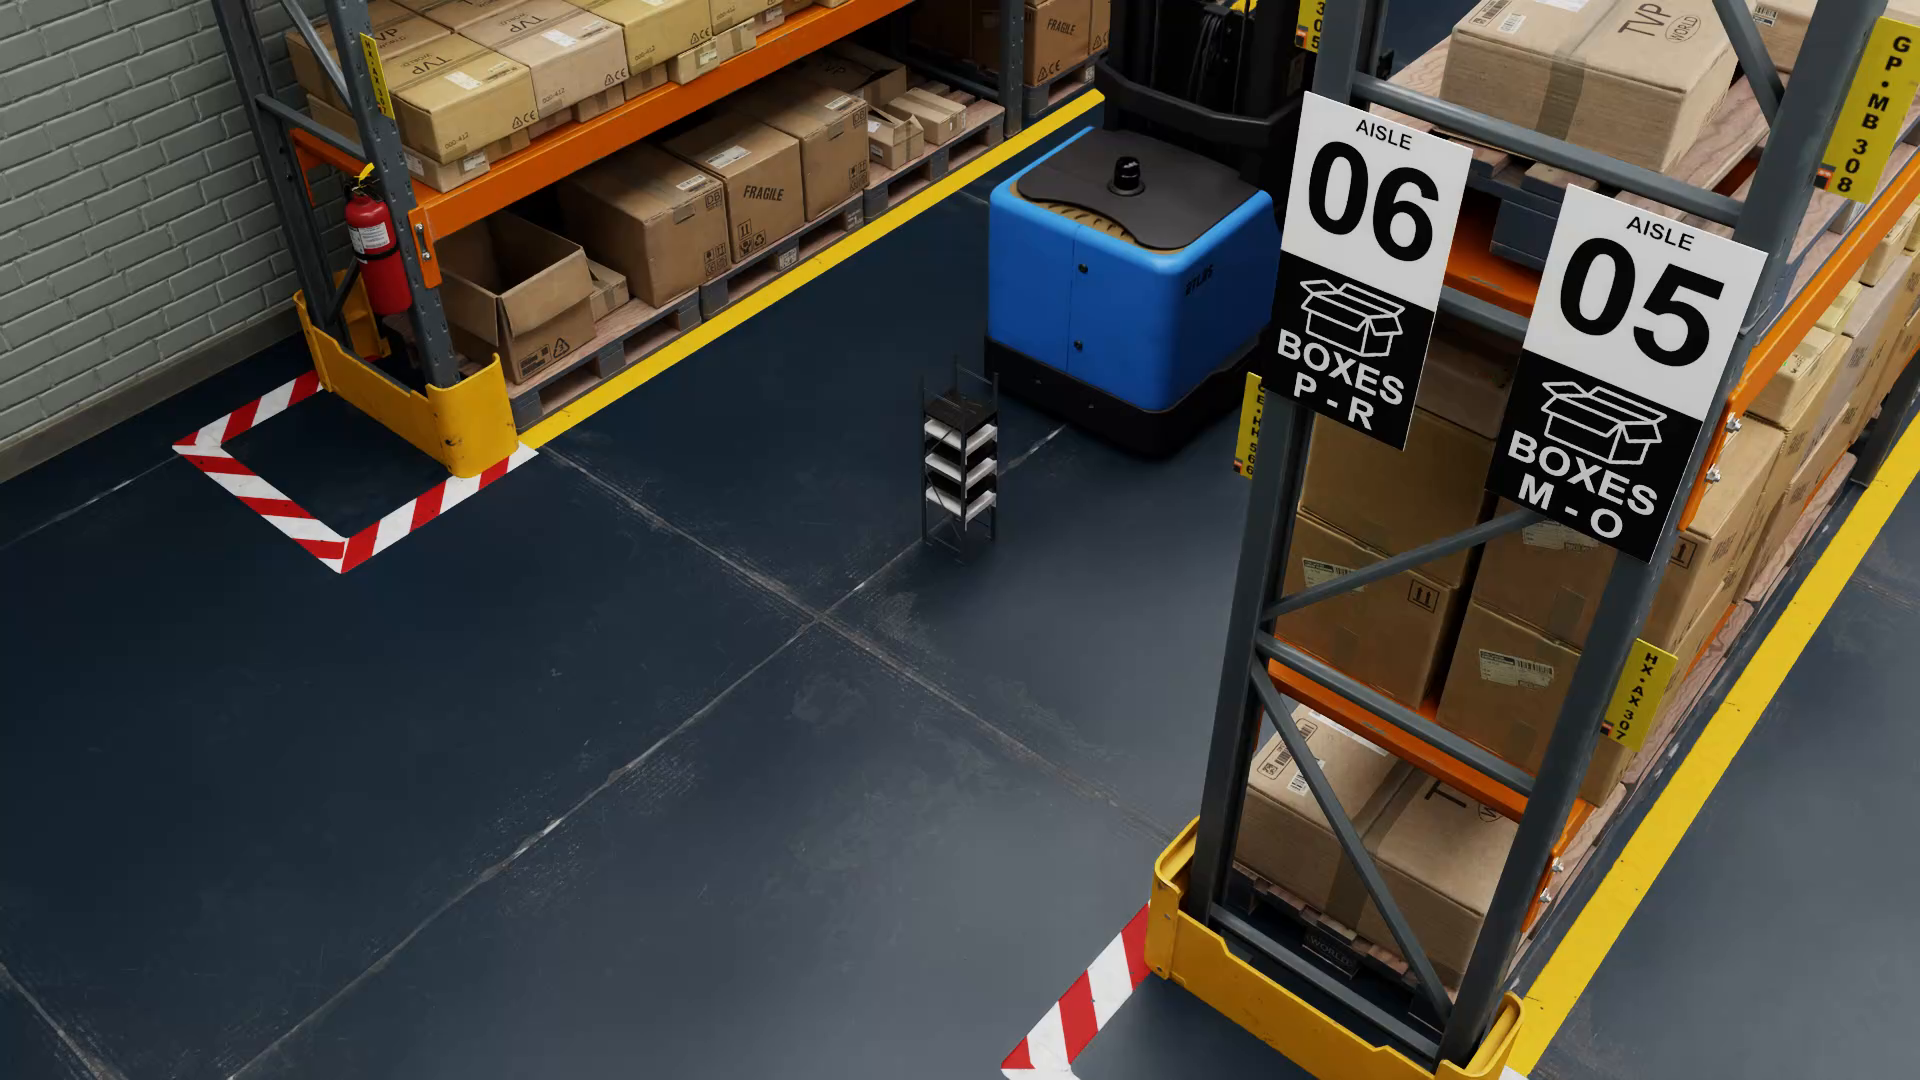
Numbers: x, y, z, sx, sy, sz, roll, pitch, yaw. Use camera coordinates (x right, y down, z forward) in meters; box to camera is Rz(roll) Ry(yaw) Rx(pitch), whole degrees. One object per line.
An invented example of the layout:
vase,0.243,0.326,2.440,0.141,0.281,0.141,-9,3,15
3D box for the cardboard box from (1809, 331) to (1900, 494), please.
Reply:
cardboard box,2.657,-0.477,5.471,0.500,0.500,0.500,31,51,30

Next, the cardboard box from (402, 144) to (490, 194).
cardboard box,-2.207,-1.630,7.000,0.380,0.149,0.250,29,50,28

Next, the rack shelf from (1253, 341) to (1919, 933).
rack shelf,2.460,-0.289,5.873,1.077,0.370,4.000,29,50,28

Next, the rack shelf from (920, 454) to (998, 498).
rack shelf,-0.005,-0.304,6.965,0.258,0.077,0.200,29,50,28

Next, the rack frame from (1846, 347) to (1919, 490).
rack frame,3.747,-1.585,6.764,1.000,3.000,0.127,29,50,28

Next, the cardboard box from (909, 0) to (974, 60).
cardboard box,0.036,-3.344,10.244,0.500,0.500,0.500,29,50,28

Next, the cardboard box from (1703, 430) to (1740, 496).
cardboard box,1.614,-0.236,3.980,0.380,0.149,0.250,31,50,29

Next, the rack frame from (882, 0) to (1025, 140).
rack frame,-0.054,-3.733,9.125,1.000,3.000,0.127,29,50,28

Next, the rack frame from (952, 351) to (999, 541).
rack frame,0.060,-0.381,7.000,0.240,0.900,0.006,29,50,28

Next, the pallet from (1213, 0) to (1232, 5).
pallet,1.225,-3.767,11.236,1.003,0.211,1.213,29,50,28

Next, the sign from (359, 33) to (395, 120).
sign,-2.213,-1.758,6.311,0.100,0.325,0.005,29,50,28

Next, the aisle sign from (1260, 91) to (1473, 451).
aisle sign,0.890,-0.585,3.731,0.394,0.787,0.004,29,50,28

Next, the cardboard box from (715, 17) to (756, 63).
cardboard box,-1.186,-2.417,7.865,0.380,0.149,0.250,31,50,29

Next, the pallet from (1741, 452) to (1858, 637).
pallet,3.198,-0.196,7.309,1.003,0.211,1.213,29,50,28

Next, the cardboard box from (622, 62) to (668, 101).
cardboard box,-1.560,-2.175,7.599,0.380,0.149,0.250,30,50,29

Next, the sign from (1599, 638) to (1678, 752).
sign,1.594,0.368,3.913,0.100,0.325,0.005,29,50,28

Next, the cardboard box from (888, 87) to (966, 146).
cardboard box,-0.188,-2.419,9.488,0.380,0.149,0.250,28,49,27

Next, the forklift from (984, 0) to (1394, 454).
forklift,1.428,-2.408,7.719,1.130,2.935,3.031,28,49,28

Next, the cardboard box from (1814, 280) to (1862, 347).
cardboard box,2.138,-0.629,4.412,0.380,0.149,0.250,28,49,27

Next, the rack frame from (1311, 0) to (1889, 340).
rack frame,1.173,-1.745,2.481,1.000,3.000,0.127,29,50,28

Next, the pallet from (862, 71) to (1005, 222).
pallet,-0.497,-2.348,9.675,1.003,0.211,1.213,29,50,28

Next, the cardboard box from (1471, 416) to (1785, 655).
cardboard box,1.700,-0.057,4.265,0.500,0.500,0.500,28,49,28

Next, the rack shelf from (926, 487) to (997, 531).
rack shelf,-0.005,-0.171,7.086,0.258,0.077,0.200,29,50,28

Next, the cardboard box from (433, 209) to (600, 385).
cardboard box,-2.162,-1.179,7.860,0.797,0.503,0.637,28,49,27

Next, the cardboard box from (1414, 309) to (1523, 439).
cardboard box,1.251,-0.444,4.209,0.380,0.149,0.250,30,50,29

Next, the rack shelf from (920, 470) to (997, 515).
rack shelf,-0.005,-0.238,7.026,0.258,0.077,0.200,29,50,28

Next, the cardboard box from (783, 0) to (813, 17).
cardboard box,-0.950,-2.727,8.206,0.380,0.149,0.250,30,50,29

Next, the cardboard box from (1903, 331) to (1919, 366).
cardboard box,3.318,-1.006,6.052,0.500,0.500,0.500,28,49,28

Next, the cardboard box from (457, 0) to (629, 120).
cardboard box,-1.806,-2.104,7.225,0.500,0.250,0.500,30,50,29

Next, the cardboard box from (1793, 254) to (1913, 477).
cardboard box,2.353,-0.594,4.856,0.500,0.500,0.500,29,50,28

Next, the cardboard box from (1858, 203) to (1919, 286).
cardboard box,2.460,-0.897,4.707,0.380,0.149,0.250,30,50,29

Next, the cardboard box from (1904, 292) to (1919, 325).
cardboard box,3.002,-1.106,5.419,0.500,0.500,0.500,30,50,29

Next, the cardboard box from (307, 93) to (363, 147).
cardboard box,-2.620,-1.867,7.260,0.380,0.149,0.250,29,50,28

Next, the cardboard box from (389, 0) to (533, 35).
cardboard box,-2.203,-2.344,7.489,0.500,0.250,0.500,30,50,29

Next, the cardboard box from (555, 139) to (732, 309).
cardboard box,-1.582,-1.601,8.327,0.700,0.500,0.500,32,51,30

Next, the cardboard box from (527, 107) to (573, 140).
cardboard box,-1.936,-1.932,7.332,0.380,0.149,0.250,29,50,28

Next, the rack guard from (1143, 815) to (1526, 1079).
rack guard,1.158,1.411,5.326,1.175,0.500,0.348,29,50,28

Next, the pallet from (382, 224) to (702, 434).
pallet,-2.067,-1.091,8.293,1.003,0.211,1.213,29,50,28

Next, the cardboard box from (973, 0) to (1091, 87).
cardboard box,0.429,-3.115,9.992,0.500,0.500,0.500,32,51,30

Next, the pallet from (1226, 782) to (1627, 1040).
pallet,1.628,1.060,5.927,1.003,0.211,1.213,29,50,28

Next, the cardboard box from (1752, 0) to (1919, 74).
cardboard box,2.050,-1.196,3.906,0.380,0.149,0.250,31,51,30

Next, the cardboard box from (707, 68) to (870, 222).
cardboard box,-0.914,-2.135,8.914,0.700,0.500,0.500,28,49,27

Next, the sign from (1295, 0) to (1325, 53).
sign,0.767,-1.176,3.485,0.100,0.325,0.005,29,50,28

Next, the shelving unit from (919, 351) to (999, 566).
shelving unit,-0.005,-0.329,6.943,0.258,0.900,0.210,29,50,28

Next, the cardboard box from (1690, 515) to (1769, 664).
cardboard box,2.006,0.042,4.900,0.500,0.500,0.500,29,50,28

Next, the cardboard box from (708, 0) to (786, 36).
cardboard box,-1.169,-2.639,7.813,0.500,0.250,0.500,28,49,27
